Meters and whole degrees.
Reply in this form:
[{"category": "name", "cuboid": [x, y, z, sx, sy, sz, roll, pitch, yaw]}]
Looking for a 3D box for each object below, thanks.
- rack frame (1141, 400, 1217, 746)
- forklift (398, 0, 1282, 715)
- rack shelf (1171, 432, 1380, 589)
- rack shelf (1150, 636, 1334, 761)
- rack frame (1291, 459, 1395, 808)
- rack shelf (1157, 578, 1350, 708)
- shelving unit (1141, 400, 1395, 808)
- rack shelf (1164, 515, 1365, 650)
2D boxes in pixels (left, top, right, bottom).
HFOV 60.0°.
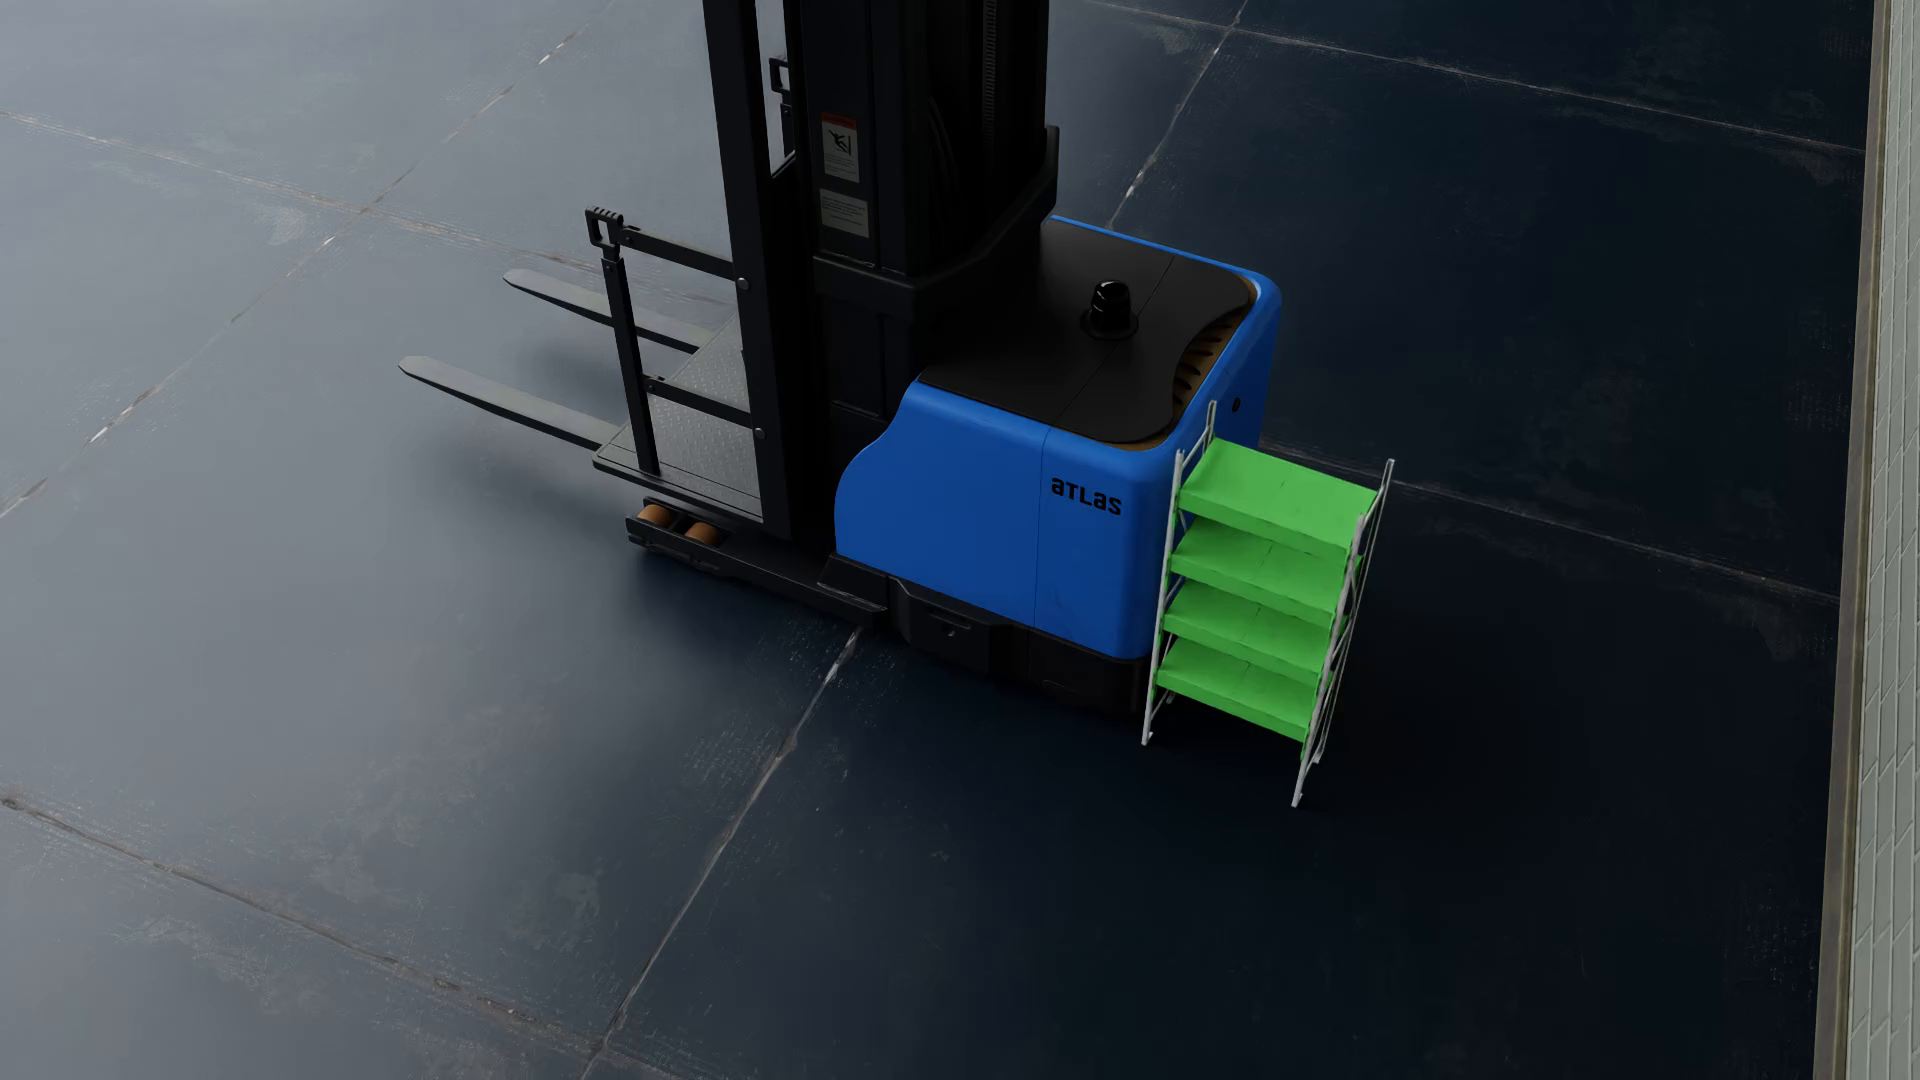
[{"category": "rack frame", "cuboid": [0.621, 0.131, 4.768, 0.015, 1.200, 0.240, 21, 49, 20]}, {"category": "forklift", "cuboid": [-0.560, -1.242, 4.920, 3.031, 2.935, 1.130, 20, 48, 19]}, {"category": "rack shelf", "cuboid": [0.834, -0.083, 4.392, 0.480, 0.148, 0.258, 21, 49, 20]}, {"category": "rack shelf", "cuboid": [0.836, 0.428, 4.899, 0.480, 0.148, 0.258, 21, 49, 20]}, {"category": "rack frame", "cuboid": [1.049, 0.294, 4.602, 0.015, 1.200, 0.240, 21, 49, 20]}, {"category": "rack shelf", "cuboid": [0.835, 0.258, 4.730, 0.480, 0.148, 0.258, 21, 49, 20]}, {"category": "shelving unit", "cuboid": [0.835, 0.212, 4.685, 0.503, 1.200, 0.258, 21, 49, 20]}, {"category": "rack shelf", "cuboid": [0.835, 0.087, 4.561, 0.480, 0.148, 0.258, 21, 49, 20]}]
